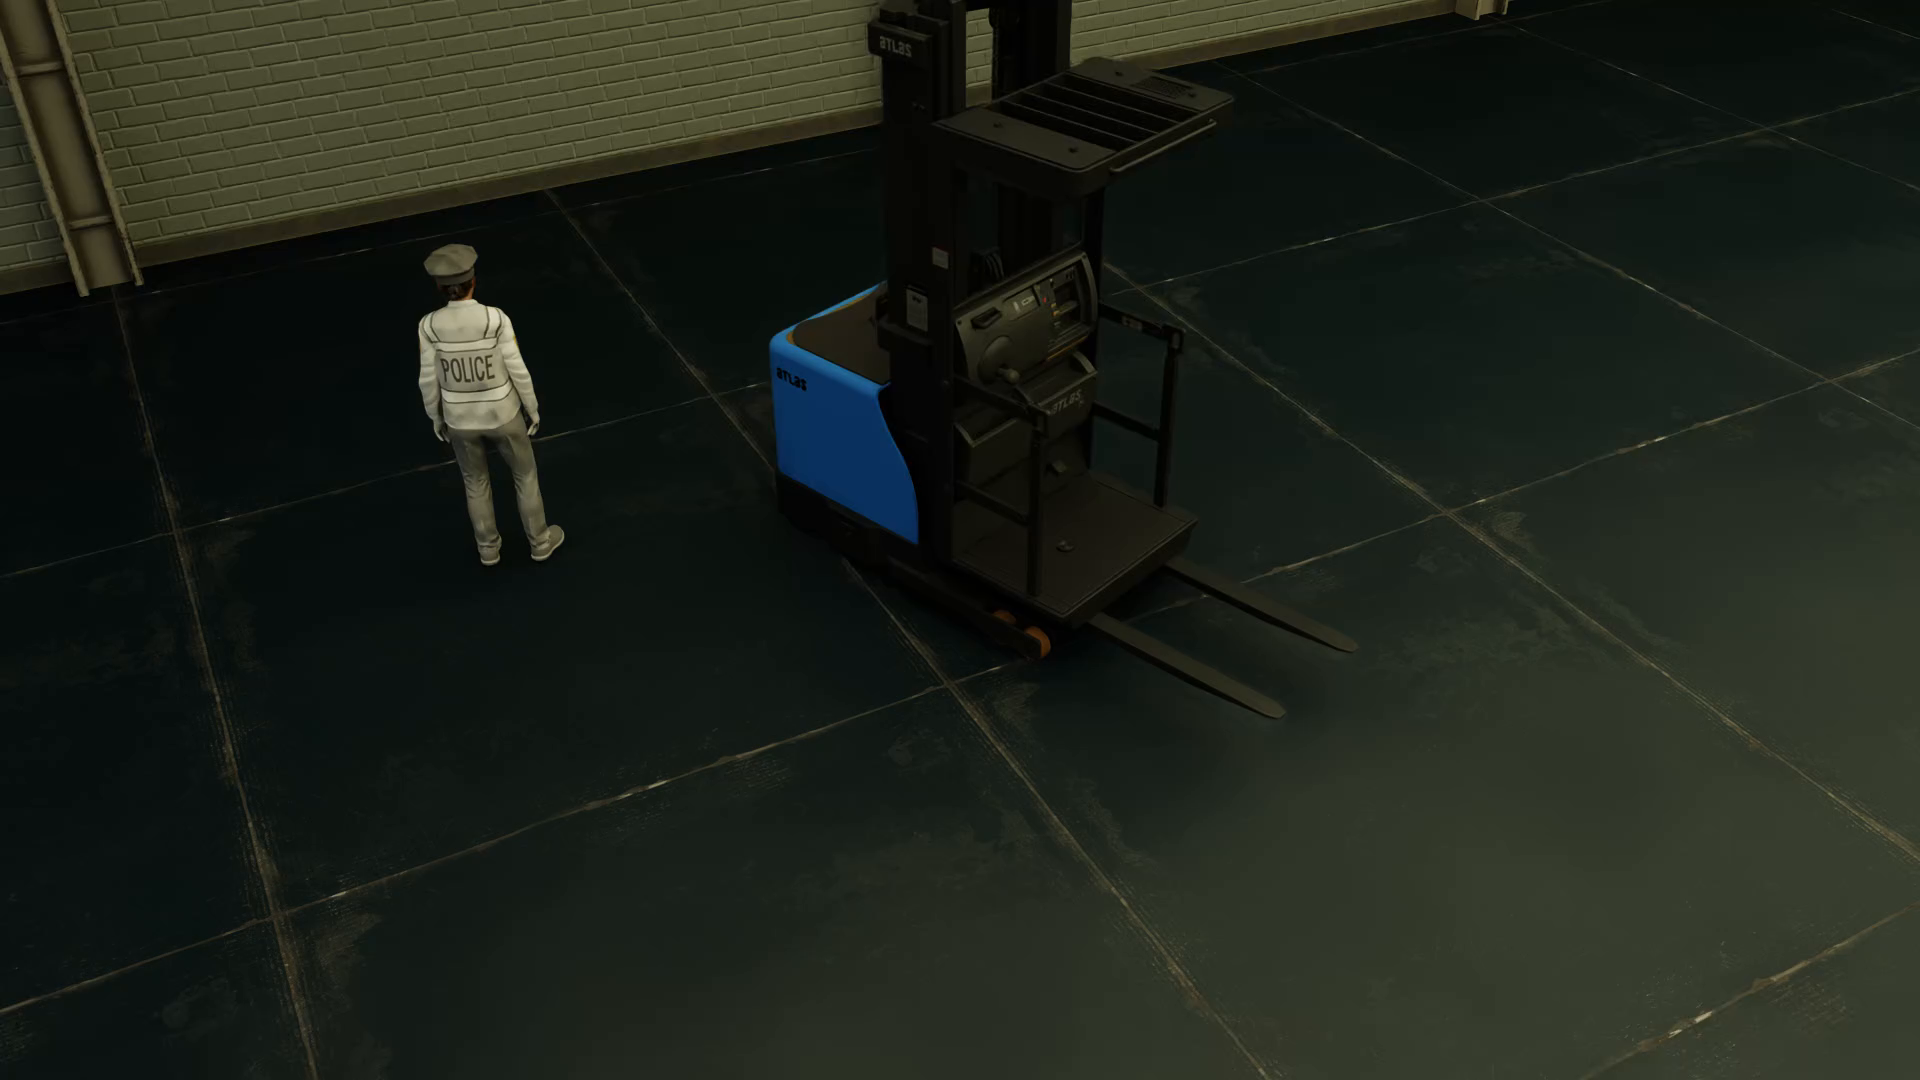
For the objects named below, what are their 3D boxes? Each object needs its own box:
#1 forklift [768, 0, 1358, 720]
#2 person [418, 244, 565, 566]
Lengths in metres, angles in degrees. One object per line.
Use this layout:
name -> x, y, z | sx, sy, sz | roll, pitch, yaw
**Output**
forklift -> 0.469, -0.966, 7.490 | 3.031, 2.935, 1.130 | 27, 43, 33
person -> -2.314, -0.609, 8.086 | 0.532, 1.662, 0.376 | -4, 35, -5
